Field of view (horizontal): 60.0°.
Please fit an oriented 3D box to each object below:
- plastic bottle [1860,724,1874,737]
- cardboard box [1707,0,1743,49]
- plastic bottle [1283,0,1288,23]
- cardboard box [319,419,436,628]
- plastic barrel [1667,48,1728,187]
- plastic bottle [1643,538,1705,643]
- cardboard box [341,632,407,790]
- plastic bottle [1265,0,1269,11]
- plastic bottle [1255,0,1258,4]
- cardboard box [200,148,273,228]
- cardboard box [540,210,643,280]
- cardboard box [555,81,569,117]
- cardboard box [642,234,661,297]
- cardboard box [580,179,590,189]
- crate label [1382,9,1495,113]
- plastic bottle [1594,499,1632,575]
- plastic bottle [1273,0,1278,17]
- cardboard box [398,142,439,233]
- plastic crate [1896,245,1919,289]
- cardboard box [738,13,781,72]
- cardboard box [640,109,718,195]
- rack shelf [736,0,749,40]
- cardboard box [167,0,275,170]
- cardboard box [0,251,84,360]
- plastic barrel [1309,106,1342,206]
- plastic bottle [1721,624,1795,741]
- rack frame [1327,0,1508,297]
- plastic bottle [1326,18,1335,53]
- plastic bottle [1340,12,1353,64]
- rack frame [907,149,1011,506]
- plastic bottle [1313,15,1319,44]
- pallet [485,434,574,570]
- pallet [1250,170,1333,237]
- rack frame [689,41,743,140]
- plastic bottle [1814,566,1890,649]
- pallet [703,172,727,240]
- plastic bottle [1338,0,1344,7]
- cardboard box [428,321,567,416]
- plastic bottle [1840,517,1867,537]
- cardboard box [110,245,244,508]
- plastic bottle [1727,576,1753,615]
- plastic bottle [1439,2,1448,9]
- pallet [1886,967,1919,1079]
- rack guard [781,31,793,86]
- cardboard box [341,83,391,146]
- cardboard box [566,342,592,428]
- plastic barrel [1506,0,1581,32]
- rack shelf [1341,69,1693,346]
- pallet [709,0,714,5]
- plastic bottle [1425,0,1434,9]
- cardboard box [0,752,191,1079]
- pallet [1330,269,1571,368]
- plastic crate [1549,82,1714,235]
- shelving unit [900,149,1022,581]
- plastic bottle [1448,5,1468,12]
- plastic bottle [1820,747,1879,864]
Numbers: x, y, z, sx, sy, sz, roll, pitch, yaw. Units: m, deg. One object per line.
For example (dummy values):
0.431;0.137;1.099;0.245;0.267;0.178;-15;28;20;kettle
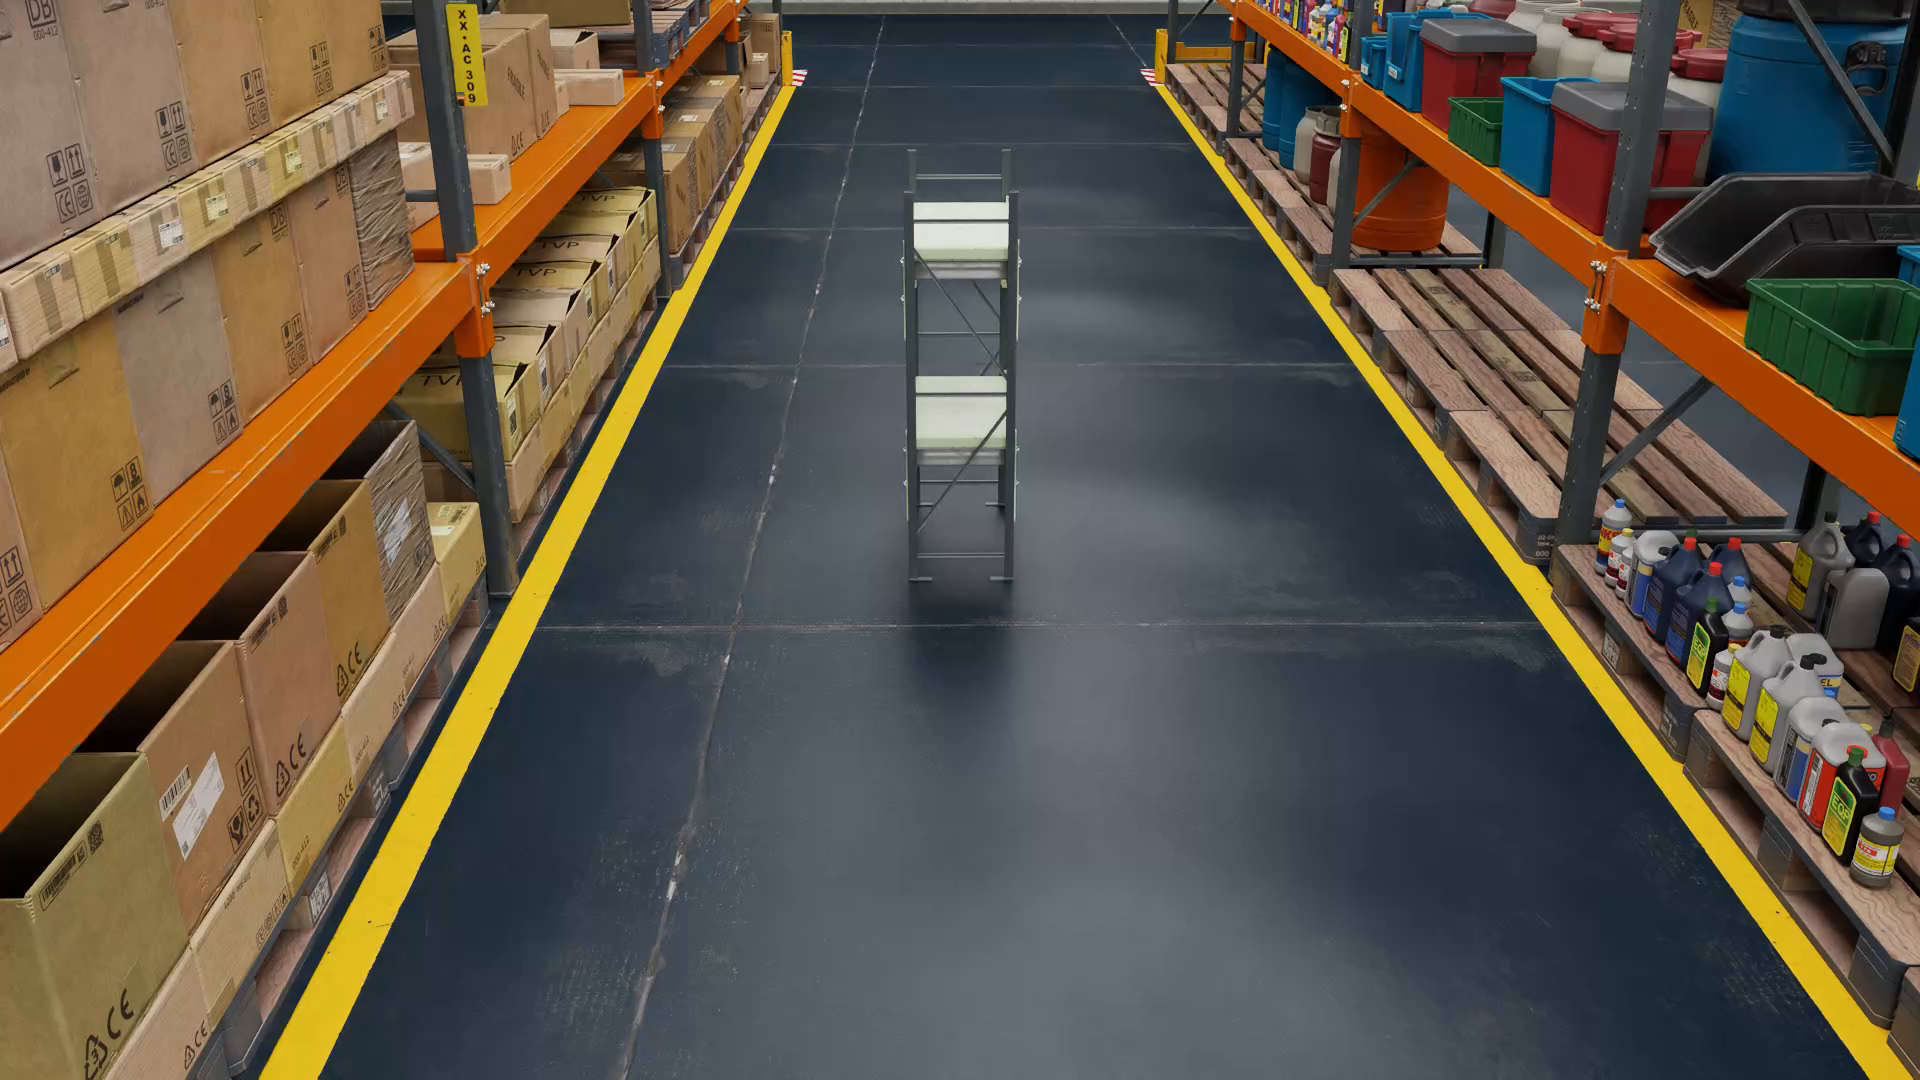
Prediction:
2.498;0.607;4.630;0.097;0.201;0.097;0;24;0;plastic bottle
7.684;-4.743;15.667;0.875;0.875;0.875;0;24;-1;cardboard box
2.288;-3.712;11.473;0.097;0.271;0.097;0;24;0;plastic bottle
-1.971;-0.055;5.148;0.500;0.500;0.500;0;24;-1;cardboard box
2.974;-1.649;6.590;0.433;0.535;0.433;0;24;0;plastic barrel
2.359;0.149;5.460;0.144;0.351;0.185;0;24;1;plastic bottle
-1.949;0.493;4.847;0.500;0.250;0.500;0;24;-1;cardboard box
2.281;-3.966;12.121;0.097;0.201;0.097;0;24;0;plastic bottle
2.276;-4.142;12.509;0.097;0.201;0.097;0;24;0;plastic bottle
-1.959;-0.878;4.142;0.380;0.149;0.250;0;24;1;cardboard box
-1.968;-1.584;8.759;0.500;0.311;0.500;-1;24;-1;cardboard box
-2.162;-2.179;8.233;0.380;0.149;0.250;2;24;3;cardboard box
-1.982;-1.542;9.346;0.500;0.250;0.500;0;24;1;cardboard box
-2.477;-2.265;10.617;0.500;0.500;0.500;1;24;2;cardboard box
2.462;-2.445;8.474;0.502;0.435;0.616;0;24;-1;crate label
2.330;-0.016;5.921;0.097;0.271;0.097;0;24;0;plastic bottle
2.312;-3.857;11.790;0.152;0.276;0.135;0;24;-1;plastic bottle
-2.237;-1.305;6.178;0.500;0.250;0.500;1;24;3;cardboard box
3.049;-0.669;4.769;0.499;0.251;0.616;0;24;-1;plastic crate
-2.067;-4.954;16.563;0.500;0.500;0.500;0;24;-1;cardboard box
-1.974;-2.707;11.594;0.500;0.500;0.500;-1;24;-2;cardboard box
-2.297;-4.964;14.958;1.077;0.370;4.000;0;24;-1;rack shelf
-2.165;-1.210;4.090;0.700;0.500;0.500;0;24;-1;cardboard box
-1.946;-0.452;3.200;0.380;0.149;0.250;-1;24;-2;cardboard box
2.687;-2.599;11.274;0.600;0.588;0.708;0;24;-1;plastic barrel
2.365;0.402;4.901;0.144;0.351;0.185;0;24;-1;plastic bottle
2.721;-2.840;9.389;1.000;3.000;0.127;0;24;-1;rack frame
2.304;-3.097;10.198;0.097;0.201;0.097;0;24;0;plastic bottle
2.290;-2.951;9.777;0.061;0.283;0.133;0;24;-1;plastic bottle
-0.004;-0.831;6.768;0.400;1.500;0.023;0;24;-1;rack frame
2.299;-3.257;10.553;0.097;0.201;0.097;0;24;0;plastic bottle
-2.235;-0.204;6.944;1.003;0.211;1.213;0;24;-1;pallet
2.661;-2.395;11.790;1.003;0.211;1.213;0;24;-1;pallet
-2.275;-4.467;12.987;1.000;3.000;0.127;0;24;-1;rack frame
2.914;0.203;5.432;0.152;0.276;0.135;0;24;-1;plastic bottle
-2.213;-2.358;11.707;1.003;0.211;1.213;0;24;-1;pallet
2.871;-4.088;12.208;0.144;0.351;0.185;0;24;-1;plastic bottle
-1.944;-0.742;6.898;0.500;0.311;0.500;-1;24;-1;cardboard box
3.100;0.042;5.778;0.061;0.283;0.133;1;24;2;plastic bottle
-2.156;-0.398;3.870;0.700;0.500;0.500;0;24;1;cardboard box
2.481;0.245;5.346;0.097;0.271;0.097;0;24;0;plastic bottle
3.000;-3.199;10.340;0.097;0.271;0.097;0;24;0;plastic bottle
2.757;1.361;3.484;1.003;0.211;1.213;0;24;-1;pallet
-2.318;-4.945;17.078;1.175;0.500;0.348;0;24;-1;rack guard
-1.970;-1.299;5.073;0.380;0.149;0.250;-1;24;-2;cardboard box
-1.957;-0.701;7.486;0.500;0.250;0.500;-1;24;-2;cardboard box
2.946;-2.468;8.431;0.421;0.512;0.421;0;24;0;plastic barrel
2.743;-1.688;7.715;1.077;0.370;4.000;0;24;-1;rack shelf
-2.376;-4.050;12.298;1.003;0.211;1.213;0;24;-1;pallet
3.056;-3.390;10.761;0.097;0.271;0.097;0;24;0;plastic bottle
-1.935;0.769;3.326;0.500;0.500;0.500;0;24;-1;cardboard box
2.691;-1.250;9.257;1.003;0.211;1.213;0;24;-1;pallet
2.454;-1.419;6.169;0.402;0.464;0.583;0;24;-1;plastic crate
0.000;-0.681;6.435;0.431;1.500;0.755;0;24;-1;shelving unit
3.035;-3.154;10.233;0.152;0.276;0.135;0;24;-1;plastic bottle
2.331;0.691;4.344;0.061;0.283;0.133;0;24;1;plastic bottle
